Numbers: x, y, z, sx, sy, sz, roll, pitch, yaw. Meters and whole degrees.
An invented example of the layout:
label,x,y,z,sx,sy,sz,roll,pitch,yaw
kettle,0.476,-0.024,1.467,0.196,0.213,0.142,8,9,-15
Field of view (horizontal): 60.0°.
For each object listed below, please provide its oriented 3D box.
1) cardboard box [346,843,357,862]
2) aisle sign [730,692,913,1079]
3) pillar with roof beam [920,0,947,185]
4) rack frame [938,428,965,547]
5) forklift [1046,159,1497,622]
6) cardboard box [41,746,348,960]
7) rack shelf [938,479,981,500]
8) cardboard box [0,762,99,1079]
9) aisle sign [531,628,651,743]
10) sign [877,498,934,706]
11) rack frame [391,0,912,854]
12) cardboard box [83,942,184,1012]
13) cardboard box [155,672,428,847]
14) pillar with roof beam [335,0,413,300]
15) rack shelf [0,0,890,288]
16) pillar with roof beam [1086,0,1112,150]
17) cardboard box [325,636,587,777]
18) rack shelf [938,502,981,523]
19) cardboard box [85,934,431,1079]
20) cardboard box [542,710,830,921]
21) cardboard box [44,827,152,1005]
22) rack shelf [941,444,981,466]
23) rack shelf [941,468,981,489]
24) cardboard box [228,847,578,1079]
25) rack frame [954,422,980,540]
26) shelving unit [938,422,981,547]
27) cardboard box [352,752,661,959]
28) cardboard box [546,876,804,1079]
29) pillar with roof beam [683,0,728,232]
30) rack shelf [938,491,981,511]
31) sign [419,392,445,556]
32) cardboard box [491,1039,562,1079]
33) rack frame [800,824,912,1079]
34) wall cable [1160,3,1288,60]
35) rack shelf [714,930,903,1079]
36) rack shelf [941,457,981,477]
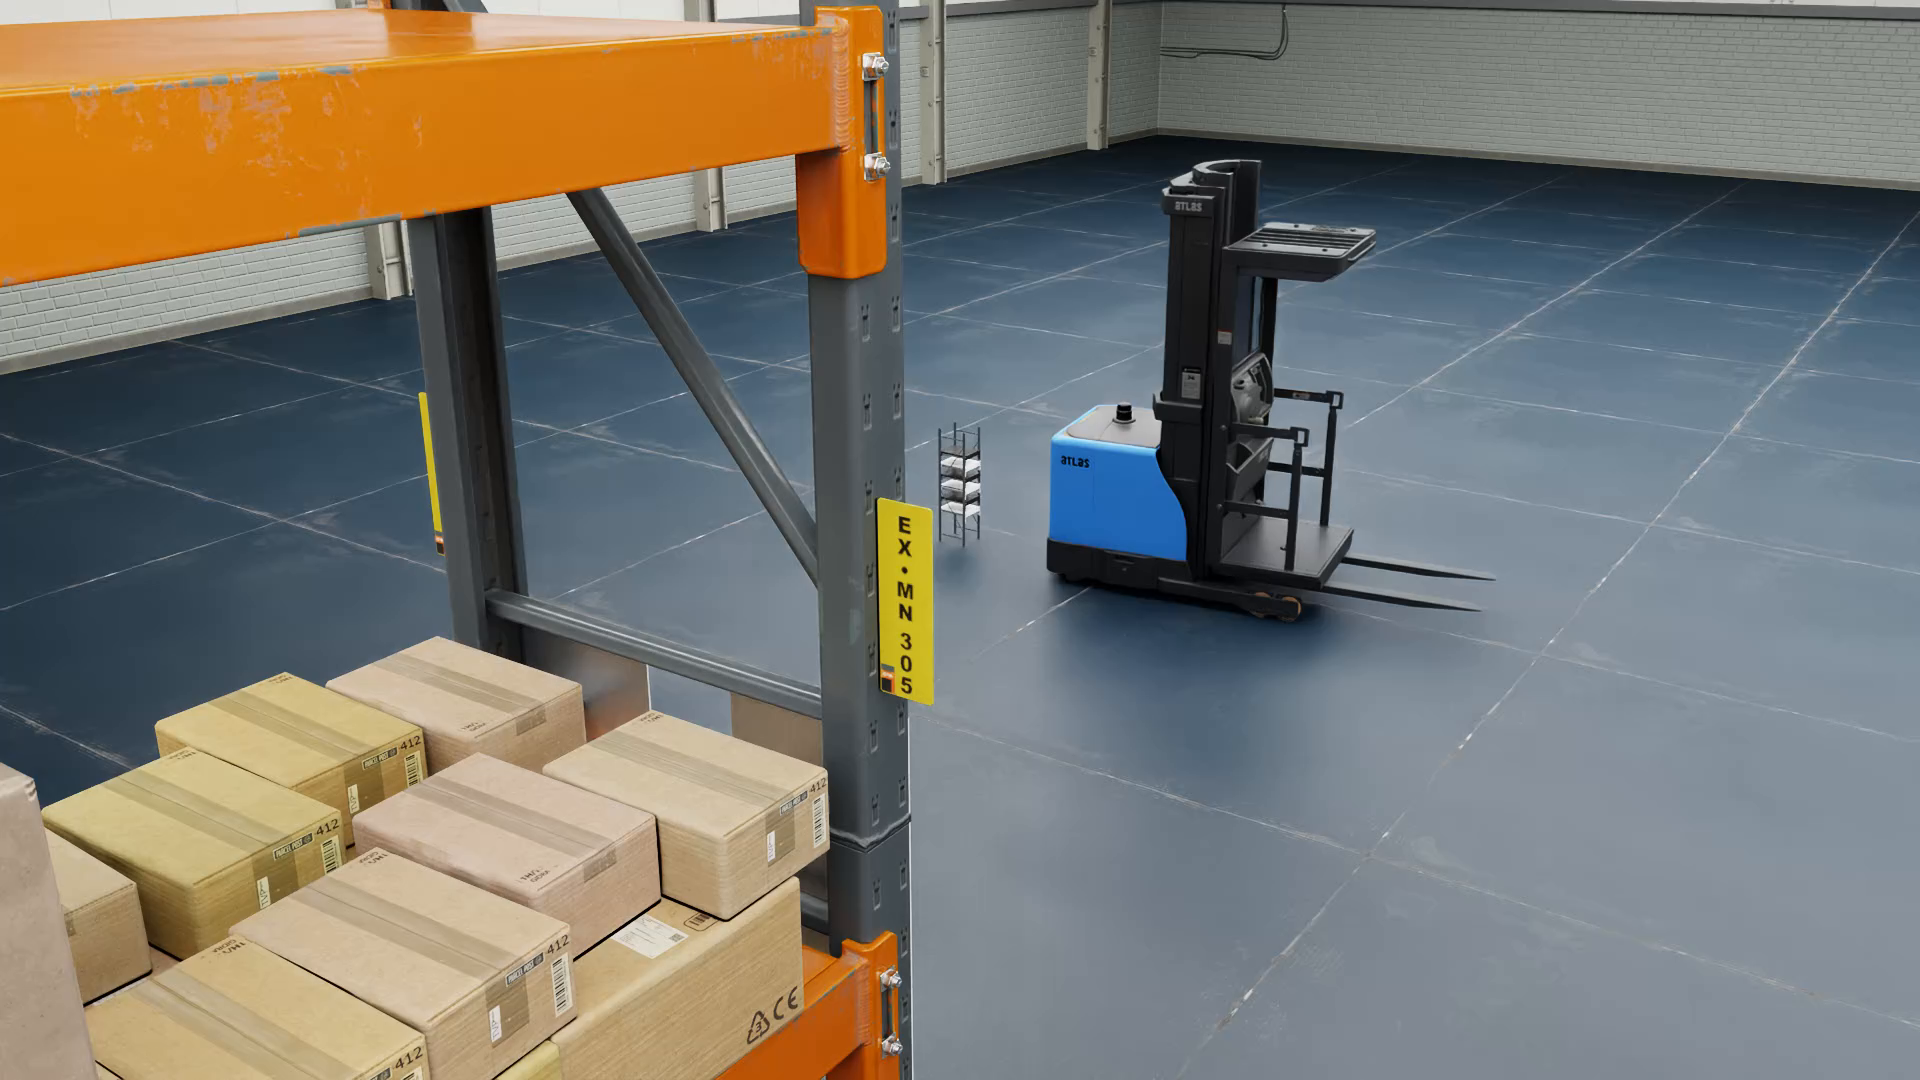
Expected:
label,x,y,z,sx,sy,sz,roll,pitch,yaw
cardboard box,-1.016,0.557,2.828,0.500,0.250,0.500,14,25,33
aisle sign,-0.249,0.627,2.999,0.394,0.787,0.004,13,24,32
pillar with roof beam,3.080,-9.930,26.640,9.100,9.000,0.400,13,24,32
rack frame,-0.062,-0.391,12.524,0.240,0.900,0.006,13,24,32
forklift,2.183,-1.031,11.327,3.031,2.935,1.130,9,22,23
cardboard box,-1.143,0.468,2.494,0.380,0.149,0.250,13,24,31
rack shelf,-0.005,-0.388,12.614,0.258,0.077,0.200,13,24,32
cardboard box,-1.194,0.472,1.548,0.500,0.500,0.500,13,24,32
aisle sign,-0.745,0.510,3.315,0.394,0.787,0.004,13,24,32
sign,-0.084,0.097,2.578,0.100,0.325,0.005,13,24,32
rack frame,-0.532,-1.008,2.519,1.000,3.000,0.127,13,24,32
cardboard box,-1.301,0.706,2.425,0.500,0.250,0.500,13,24,31
cardboard box,-1.103,0.372,2.755,0.380,0.149,0.250,14,24,33
pillar with roof beam,-3.665,-6.487,17.332,9.100,9.000,0.400,13,24,32
rack shelf,-1.656,-0.095,1.093,1.077,0.370,4.000,13,24,32
pillar with roof beam,6.453,-11.652,31.294,9.100,9.000,0.400,13,24,32
cardboard box,-0.878,0.316,2.905,0.380,0.149,0.250,13,24,31
rack shelf,-0.005,-0.220,12.677,0.258,0.077,0.200,13,24,32
cardboard box,-0.857,0.651,1.999,0.380,0.149,0.250,13,24,32
cardboard box,-0.430,0.423,2.616,0.380,0.149,0.250,13,24,32
cardboard box,-1.355,0.532,2.320,0.380,0.149,0.250,14,25,34
rack shelf,-0.005,-0.642,12.520,0.258,0.077,0.200,13,24,32
rack shelf,-0.005,-0.473,12.583,0.258,0.077,0.200,13,24,32
cardboard box,-0.736,0.574,2.206,0.380,0.149,0.250,12,23,30
rack frame,0.053,-0.449,12.681,0.240,0.900,0.006,13,24,32
shelving unit,-0.005,-0.420,12.603,0.258,0.900,0.210,13,24,32
cardboard box,-0.673,0.474,2.476,0.380,0.149,0.250,12,24,30
cardboard box,-0.592,0.657,2.558,0.500,0.250,0.500,14,24,33
pillar with roof beam,-0.293,-8.209,21.986,9.100,9.000,0.400,13,24,32
rack shelf,-0.005,-0.304,12.645,0.258,0.077,0.200,13,24,32
sign,-0.980,-0.117,3.174,0.100,0.325,0.005,13,24,32
cardboard box,-0.871,0.801,2.169,0.500,0.250,0.500,13,24,32
rack frame,-0.532,1.806,3.560,1.000,3.000,0.127,13,24,32
wall cable,5.642,-11.622,35.690,3.097,2.526,0.112,13,24,32
rack shelf,-1.656,1.310,1.613,1.077,0.370,4.000,13,24,32
rack shelf,-0.005,-0.557,12.552,0.258,0.077,0.200,13,24,32
